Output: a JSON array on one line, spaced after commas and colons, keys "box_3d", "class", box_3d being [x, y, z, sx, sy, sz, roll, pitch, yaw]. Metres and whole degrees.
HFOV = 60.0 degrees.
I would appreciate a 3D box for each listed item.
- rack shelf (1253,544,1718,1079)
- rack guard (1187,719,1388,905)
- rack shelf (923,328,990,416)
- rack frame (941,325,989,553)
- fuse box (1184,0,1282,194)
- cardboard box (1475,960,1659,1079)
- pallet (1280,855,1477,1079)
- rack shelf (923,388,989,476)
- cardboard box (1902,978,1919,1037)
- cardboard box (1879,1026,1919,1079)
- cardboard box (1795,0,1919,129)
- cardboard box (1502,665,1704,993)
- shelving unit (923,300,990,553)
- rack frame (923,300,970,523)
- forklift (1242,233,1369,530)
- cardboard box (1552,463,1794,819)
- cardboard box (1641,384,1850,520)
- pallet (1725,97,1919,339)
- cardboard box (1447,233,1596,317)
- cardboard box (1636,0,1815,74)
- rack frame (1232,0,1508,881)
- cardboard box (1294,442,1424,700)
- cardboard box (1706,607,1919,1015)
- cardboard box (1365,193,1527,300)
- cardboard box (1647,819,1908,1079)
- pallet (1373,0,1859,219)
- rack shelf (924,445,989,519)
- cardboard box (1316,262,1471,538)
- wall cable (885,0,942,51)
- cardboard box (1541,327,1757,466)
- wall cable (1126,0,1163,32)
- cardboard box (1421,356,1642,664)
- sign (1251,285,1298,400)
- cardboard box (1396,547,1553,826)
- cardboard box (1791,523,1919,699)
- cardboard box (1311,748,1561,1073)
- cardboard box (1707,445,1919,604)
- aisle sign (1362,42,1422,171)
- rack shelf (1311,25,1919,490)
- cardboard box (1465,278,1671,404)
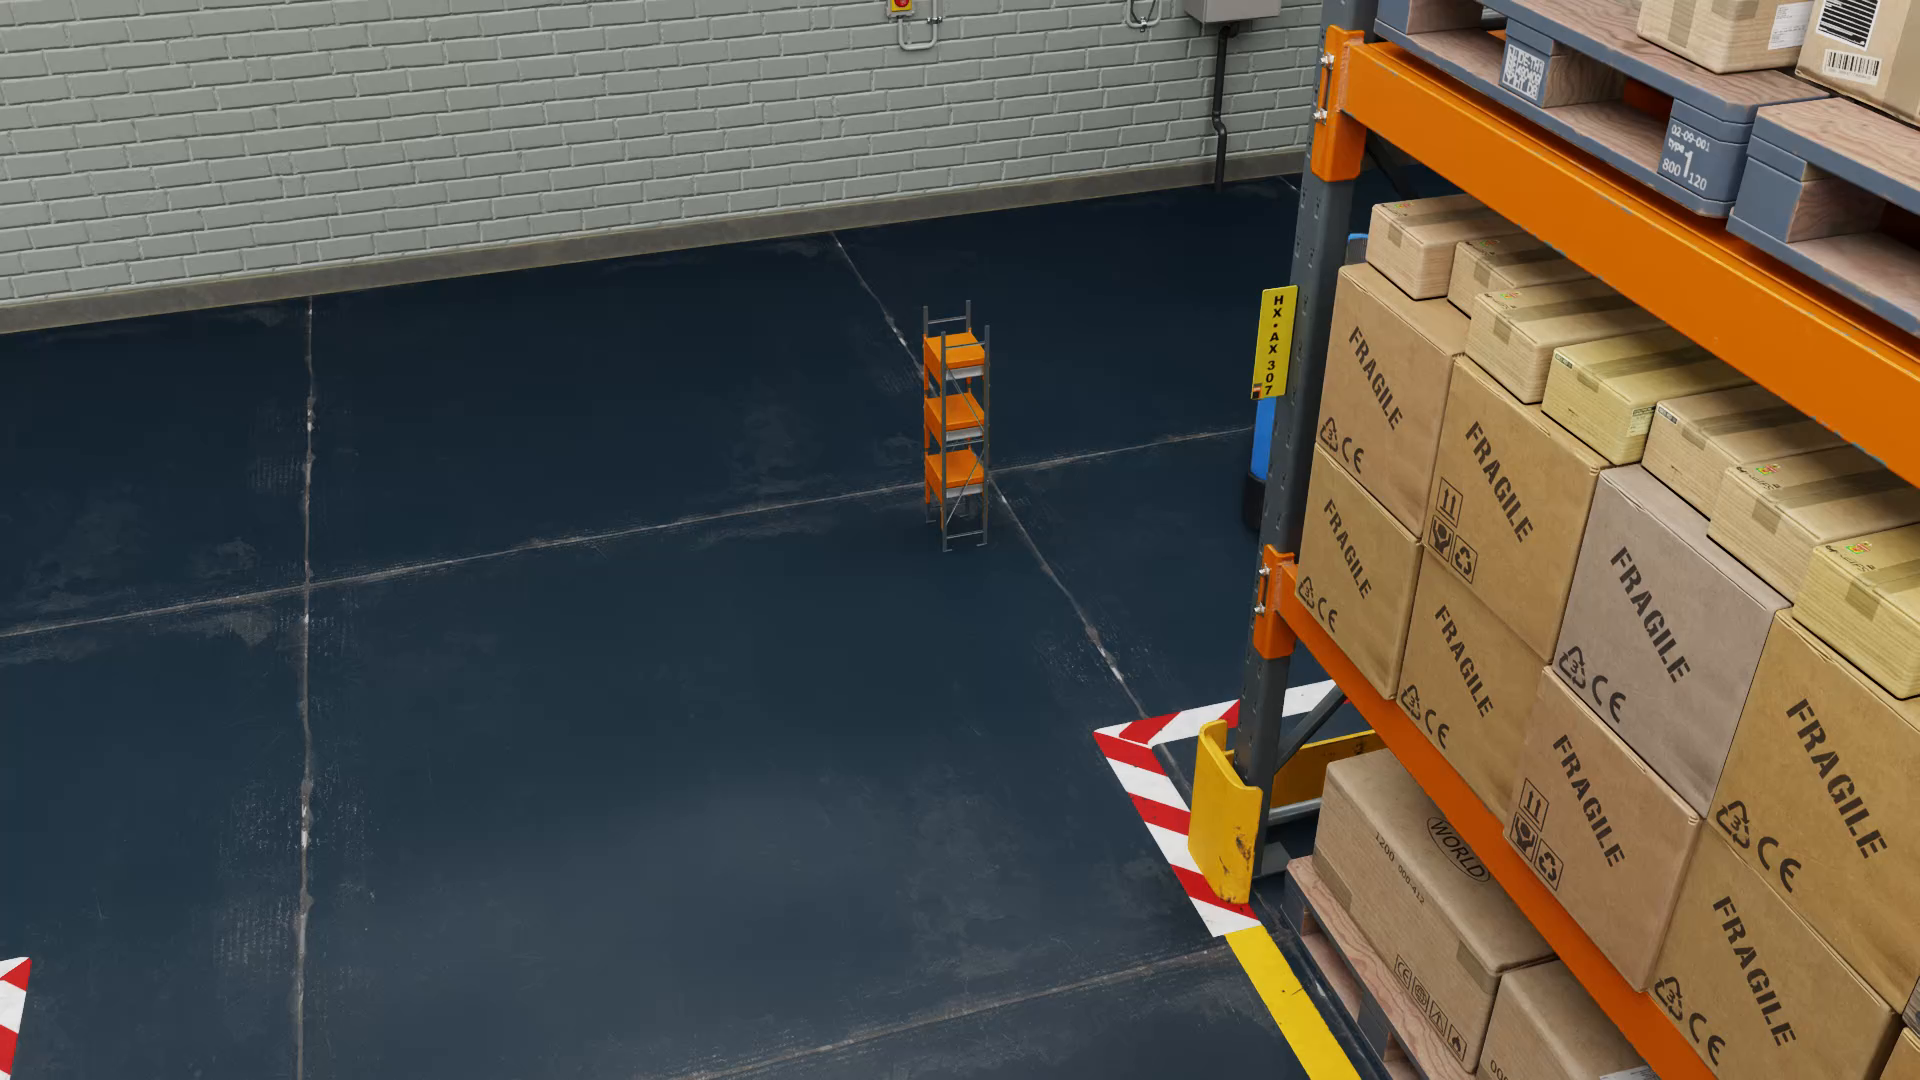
[{"box_3d": [1.985, 1.126, 3.478, 1.077, 0.370, 4.000, -10, 35, -15], "class": "rack shelf"}, {"box_3d": [1.367, 0.806, 5.577, 1.175, 0.500, 0.348, -10, 35, -15], "class": "rack guard"}, {"box_3d": [-0.016, -0.694, 6.852, 0.215, 0.259, 0.240, -10, 35, -15], "class": "rack shelf"}, {"box_3d": [0.021, -0.402, 6.906, 0.200, 1.050, 0.008, -10, 35, -15], "class": "rack frame"}, {"box_3d": [1.678, -2.920, 10.117, 0.539, 1.711, 0.414, -10, 35, -15], "class": "fuse box"}, {"box_3d": [1.959, 1.478, 4.235, 0.875, 0.438, 0.875, -9, 35, -13], "class": "cardboard box"}, {"box_3d": [1.693, 1.346, 5.022, 1.003, 0.211, 1.213, -10, 35, -15], "class": "pallet"}, {"box_3d": [-0.016, -0.457, 7.009, 0.215, 0.259, 0.240, -10, 35, -15], "class": "rack shelf"}, {"box_3d": [1.877, 0.682, 2.499, 0.500, 0.500, 0.500, -10, 35, -14], "class": "cardboard box"}, {"box_3d": [1.881, 1.103, 2.769, 0.500, 0.500, 0.500, -11, 35, -15], "class": "cardboard box"}, {"box_3d": [1.784, -0.861, 2.721, 0.500, 0.311, 0.500, -9, 35, -14], "class": "cardboard box"}, {"box_3d": [1.567, 0.565, 3.583, 0.500, 0.500, 0.500, -10, 35, -15], "class": "cardboard box"}, {"box_3d": [-0.016, -0.466, 7.003, 0.215, 1.050, 0.252, -10, 35, -15], "class": "shelving unit"}, {"box_3d": [-0.054, -0.530, 7.100, 0.200, 1.050, 0.008, -10, 35, -15], "class": "rack frame"}, {"box_3d": [2.770, -1.077, 6.221, 3.031, 2.935, 1.130, 17, 37, 24], "class": "forklift"}, {"box_3d": [1.579, 0.156, 3.296, 0.500, 0.500, 0.500, -10, 35, -15], "class": "cardboard box"}, {"box_3d": [1.565, -0.175, 3.208, 0.380, 0.149, 0.250, -10, 35, -14], "class": "cardboard box"}, {"box_3d": [1.987, -0.409, 2.508, 1.003, 0.211, 1.213, -10, 35, -15], "class": "pallet"}, {"box_3d": [1.367, -0.595, 3.844, 0.380, 0.149, 0.250, -9, 35, -14], "class": "cardboard box"}, {"box_3d": [1.488, -0.978, 3.044, 0.380, 0.149, 0.250, -9, 34, -13], "class": "cardboard box"}, {"box_3d": [1.375, -0.224, 4.868, 1.000, 3.000, 0.127, -10, 35, -15], "class": "rack frame"}, {"box_3d": [1.248, 0.034, 4.386, 0.500, 0.500, 0.500, -10, 35, -15], "class": "cardboard box"}, {"box_3d": [1.732, 0.418, 2.899, 0.500, 0.500, 0.500, -10, 35, -15], "class": "cardboard box"}, {"box_3d": [1.219, -0.721, 4.034, 0.380, 0.149, 0.250, -9, 35, -14], "class": "cardboard box"}, {"box_3d": [1.735, 0.826, 3.189, 0.500, 0.500, 0.500, -9, 34, -13], "class": "cardboard box"}, {"box_3d": [1.611, -1.051, 3.479, 1.003, 0.211, 1.213, -10, 35, -15], "class": "pallet"}, {"box_3d": [-0.016, -0.225, 7.162, 0.215, 0.259, 0.240, -10, 35, -15], "class": "rack shelf"}, {"box_3d": [1.250, -0.383, 4.111, 0.500, 0.500, 0.500, -11, 35, -16], "class": "cardboard box"}, {"box_3d": [-0.367, -3.618, 9.054, 0.585, 1.953, 0.123, -10, 35, -15], "class": "wall cable"}, {"box_3d": [1.435, -0.304, 3.403, 0.380, 0.149, 0.250, -11, 35, -16], "class": "cardboard box"}, {"box_3d": [0.980, -3.849, 9.433, 0.588, 1.984, 0.122, -10, 35, -15], "class": "wall cable"}, {"box_3d": [1.414, -0.113, 3.703, 0.500, 0.500, 0.500, -11, 35, -16], "class": "cardboard box"}, {"box_3d": [0.844, -0.528, 4.471, 0.100, 0.325, 0.005, -10, 35, -15], "class": "sign"}, {"box_3d": [1.429, 0.295, 3.992, 0.500, 0.500, 0.500, -10, 35, -15], "class": "cardboard box"}, {"box_3d": [1.652, 0.101, 2.791, 0.380, 0.149, 0.250, -11, 35, -16], "class": "cardboard box"}, {"box_3d": [1.671, 0.999, 4.960, 0.875, 0.438, 0.875, -11, 35, -16], "class": "cardboard box"}, {"box_3d": [1.601, -0.037, 2.999, 0.380, 0.149, 0.250, -10, 35, -14], "class": "cardboard box"}, {"box_3d": [1.077, -1.298, 4.135, 0.394, 0.787, 0.004, -10, 35, -15], "class": "aisle sign"}, {"box_3d": [1.985, -0.125, 2.651, 1.077, 0.370, 4.000, -10, 35, -15], "class": "rack shelf"}, {"box_3d": [1.337, -0.439, 3.608, 0.380, 0.149, 0.250, -9, 34, -13], "class": "cardboard box"}]
